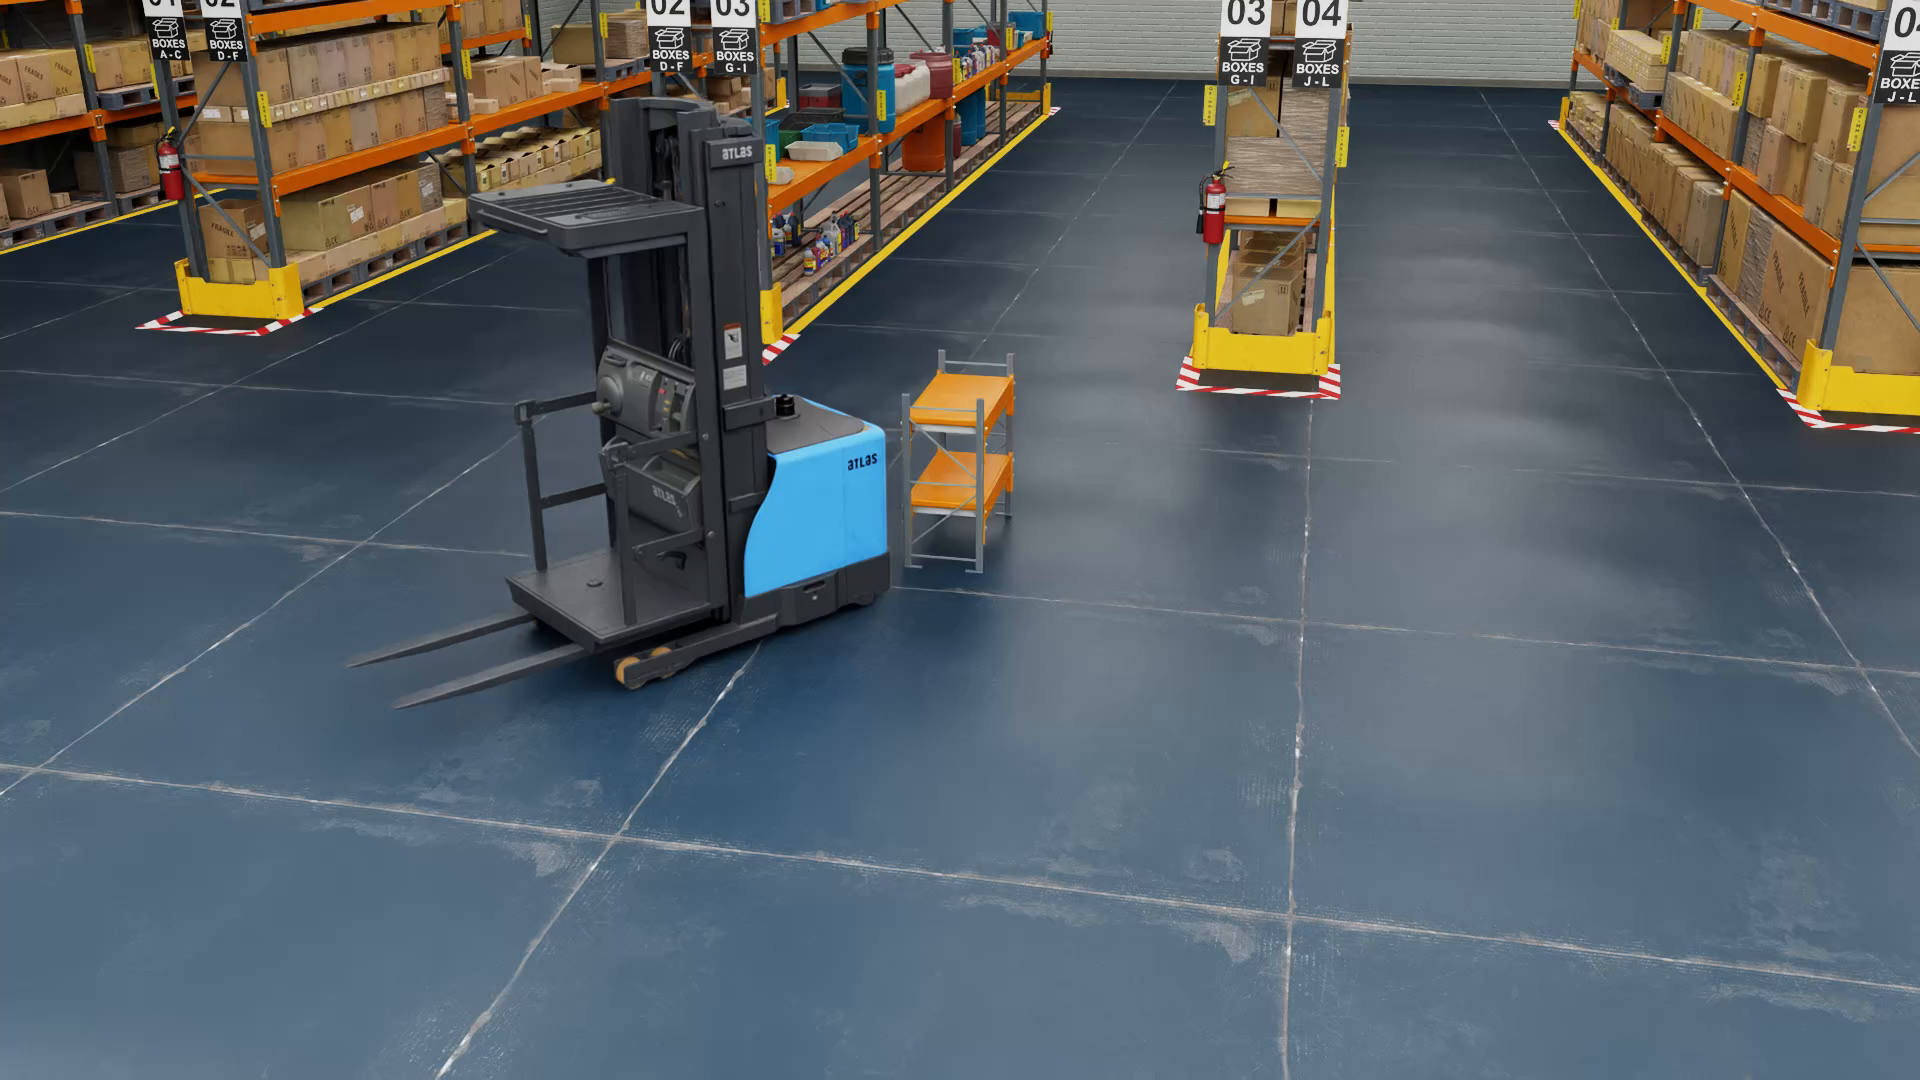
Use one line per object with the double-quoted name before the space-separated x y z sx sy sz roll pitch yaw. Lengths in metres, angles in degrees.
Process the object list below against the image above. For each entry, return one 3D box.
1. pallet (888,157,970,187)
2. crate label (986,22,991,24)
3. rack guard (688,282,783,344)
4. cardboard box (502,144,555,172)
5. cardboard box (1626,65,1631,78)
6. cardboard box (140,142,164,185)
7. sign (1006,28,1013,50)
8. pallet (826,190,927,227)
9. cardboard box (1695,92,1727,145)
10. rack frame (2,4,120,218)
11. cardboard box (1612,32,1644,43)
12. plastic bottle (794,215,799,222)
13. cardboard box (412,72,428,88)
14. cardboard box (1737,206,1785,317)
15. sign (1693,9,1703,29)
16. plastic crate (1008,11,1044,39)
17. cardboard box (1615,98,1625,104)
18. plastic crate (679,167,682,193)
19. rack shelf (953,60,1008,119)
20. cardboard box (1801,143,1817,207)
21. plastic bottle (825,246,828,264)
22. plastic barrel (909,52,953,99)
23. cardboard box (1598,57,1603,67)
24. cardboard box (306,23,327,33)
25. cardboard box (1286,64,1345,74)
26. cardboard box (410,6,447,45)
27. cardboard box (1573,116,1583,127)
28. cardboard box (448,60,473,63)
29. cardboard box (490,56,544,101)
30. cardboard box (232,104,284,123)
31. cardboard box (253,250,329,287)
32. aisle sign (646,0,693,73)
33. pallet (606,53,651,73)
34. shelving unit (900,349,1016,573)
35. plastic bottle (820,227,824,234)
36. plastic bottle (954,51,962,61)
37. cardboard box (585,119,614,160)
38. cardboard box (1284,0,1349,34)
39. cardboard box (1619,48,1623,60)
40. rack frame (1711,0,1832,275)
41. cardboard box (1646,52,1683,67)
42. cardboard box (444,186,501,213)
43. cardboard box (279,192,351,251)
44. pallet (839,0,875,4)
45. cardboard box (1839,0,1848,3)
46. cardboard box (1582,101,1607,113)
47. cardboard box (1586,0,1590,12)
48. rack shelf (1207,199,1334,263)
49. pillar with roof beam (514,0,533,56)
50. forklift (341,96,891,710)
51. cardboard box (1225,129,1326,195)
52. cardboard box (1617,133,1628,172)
"pallet" -0.471 -5.193 23.465 1.003 0.211 1.213 4 22 11
"crate label" 0.668 -9.006 29.343 0.416 0.233 0.303 4 22 11
"rack guard" -2.255 -2.141 15.501 1.175 0.500 0.348 4 22 11
"cardboard box" -5.615 -4.985 21.584 0.500 0.311 0.500 5 22 12
"cardboard box" 9.010 -6.165 21.919 0.380 0.149 0.250 5 23 13
"cardboard box" -10.916 -4.995 21.998 0.700 0.500 0.500 4 22 10
"sign" 0.763 -7.744 25.695 0.100 0.325 0.005 4 22 11
"pallet" -1.039 -4.176 20.941 1.003 0.211 1.213 4 22 11
"cardboard box" 8.327 -4.567 18.044 0.500 0.500 0.500 5 22 11
"rack frame" -11.106 -5.487 20.463 1.000 3.000 0.127 4 22 11
"cardboard box" 9.327 -7.008 23.217 0.380 0.149 0.250 5 22 12
"plastic bottle" -1.837 -3.465 18.489 0.061 0.283 0.133 4 22 11
"cardboard box" -6.205 -5.156 18.639 0.380 0.149 0.250 4 22 9
"cardboard box" 7.899 -2.594 15.561 0.875 0.875 0.875 5 22 11
"sign" 10.452 -7.361 23.567 0.100 0.325 0.005 4 22 11
"plastic crate" 1.155 -9.028 29.128 0.616 0.435 0.499 4 22 11
"cardboard box" 10.714 -6.982 26.632 0.380 0.149 0.250 4 22 9
"plastic crate" -2.415 -3.406 15.495 0.499 0.251 0.616 4 22 11
"rack shelf" -0.183 -6.593 24.171 1.077 0.370 4.000 4 22 11
"cardboard box" 7.819 -3.083 14.293 0.875 0.550 0.550 4 22 11
"plastic bottle" -1.438 -3.013 17.476 0.097 0.201 0.097 0 22 0
"plastic barrel" -0.390 -6.065 21.716 0.600 0.536 0.708 4 22 11
"cardboard box" 9.899 -7.261 25.203 0.380 0.149 0.250 3 22 9
"cardboard box" -9.824 -7.493 24.884 0.500 0.500 0.500 5 23 13
"cardboard box" 3.113 -3.902 14.658 0.500 0.500 0.500 4 22 11
"cardboard box" -9.347 -8.749 28.161 0.980 0.700 0.700 5 22 12
"cardboard box" 10.128 -6.755 26.864 0.380 0.149 0.250 5 22 12
"cardboard box" -9.078 -8.640 30.206 0.380 0.149 0.250 5 22 12
"cardboard box" -5.766 -6.005 21.616 0.500 0.500 0.500 3 22 8
"cardboard box" -6.781 -4.123 16.072 0.380 0.149 0.250 4 22 11
"cardboard box" -6.745 -2.747 16.777 0.500 0.250 0.500 4 22 11
"aisle sign" -2.529 -4.471 14.461 0.394 0.787 0.004 4 22 11
"pallet" -5.048 -7.196 24.964 1.003 0.211 1.213 4 22 11
"shelving unit" 0.001 -0.524 10.650 0.538 1.125 1.048 4 22 11
"plastic bottle" -1.468 -3.229 17.902 0.061 0.283 0.133 4 22 11
"plastic bottle" -0.044 -6.833 23.872 0.144 0.351 0.185 4 22 11
"cardboard box" -5.067 -5.763 23.905 0.500 0.500 0.500 5 23 13
"cardboard box" 2.976 -4.370 13.874 0.500 0.250 0.500 5 22 13
"cardboard box" 9.169 -6.589 22.575 0.380 0.149 0.250 5 23 13
"rack frame" 8.276 -3.939 16.620 1.000 3.000 0.127 4 22 11
"cardboard box" 8.743 -5.971 20.642 0.380 0.149 0.250 4 22 9
"cardboard box" -5.931 -4.159 20.284 0.500 0.250 0.500 4 22 10
"cardboard box" -6.645 -3.278 17.091 0.500 0.500 0.500 4 22 11
"pallet" -1.459 -5.765 17.389 1.213 0.211 1.003 4 22 11
"cardboard box" 7.352 -4.419 13.435 0.380 0.149 0.250 5 22 11
"cardboard box" 10.036 -6.828 26.250 0.380 0.149 0.250 5 22 12
"cardboard box" 10.276 -8.647 26.439 0.500 0.500 0.500 5 22 12
"rack shelf" 3.033 -3.289 15.969 1.077 0.370 4.000 4 22 11
"pillar with roof beam" -4.739 -13.384 32.040 9.100 9.000 0.400 4 22 11
"forklift" -1.861 -0.785 8.880 3.031 2.935 1.130 -18 28 -37
"cardboard box" 2.764 -3.275 14.438 0.875 0.500 0.500 4 22 11
"cardboard box" 9.298 -5.264 22.693 0.500 0.500 0.500 5 22 12
